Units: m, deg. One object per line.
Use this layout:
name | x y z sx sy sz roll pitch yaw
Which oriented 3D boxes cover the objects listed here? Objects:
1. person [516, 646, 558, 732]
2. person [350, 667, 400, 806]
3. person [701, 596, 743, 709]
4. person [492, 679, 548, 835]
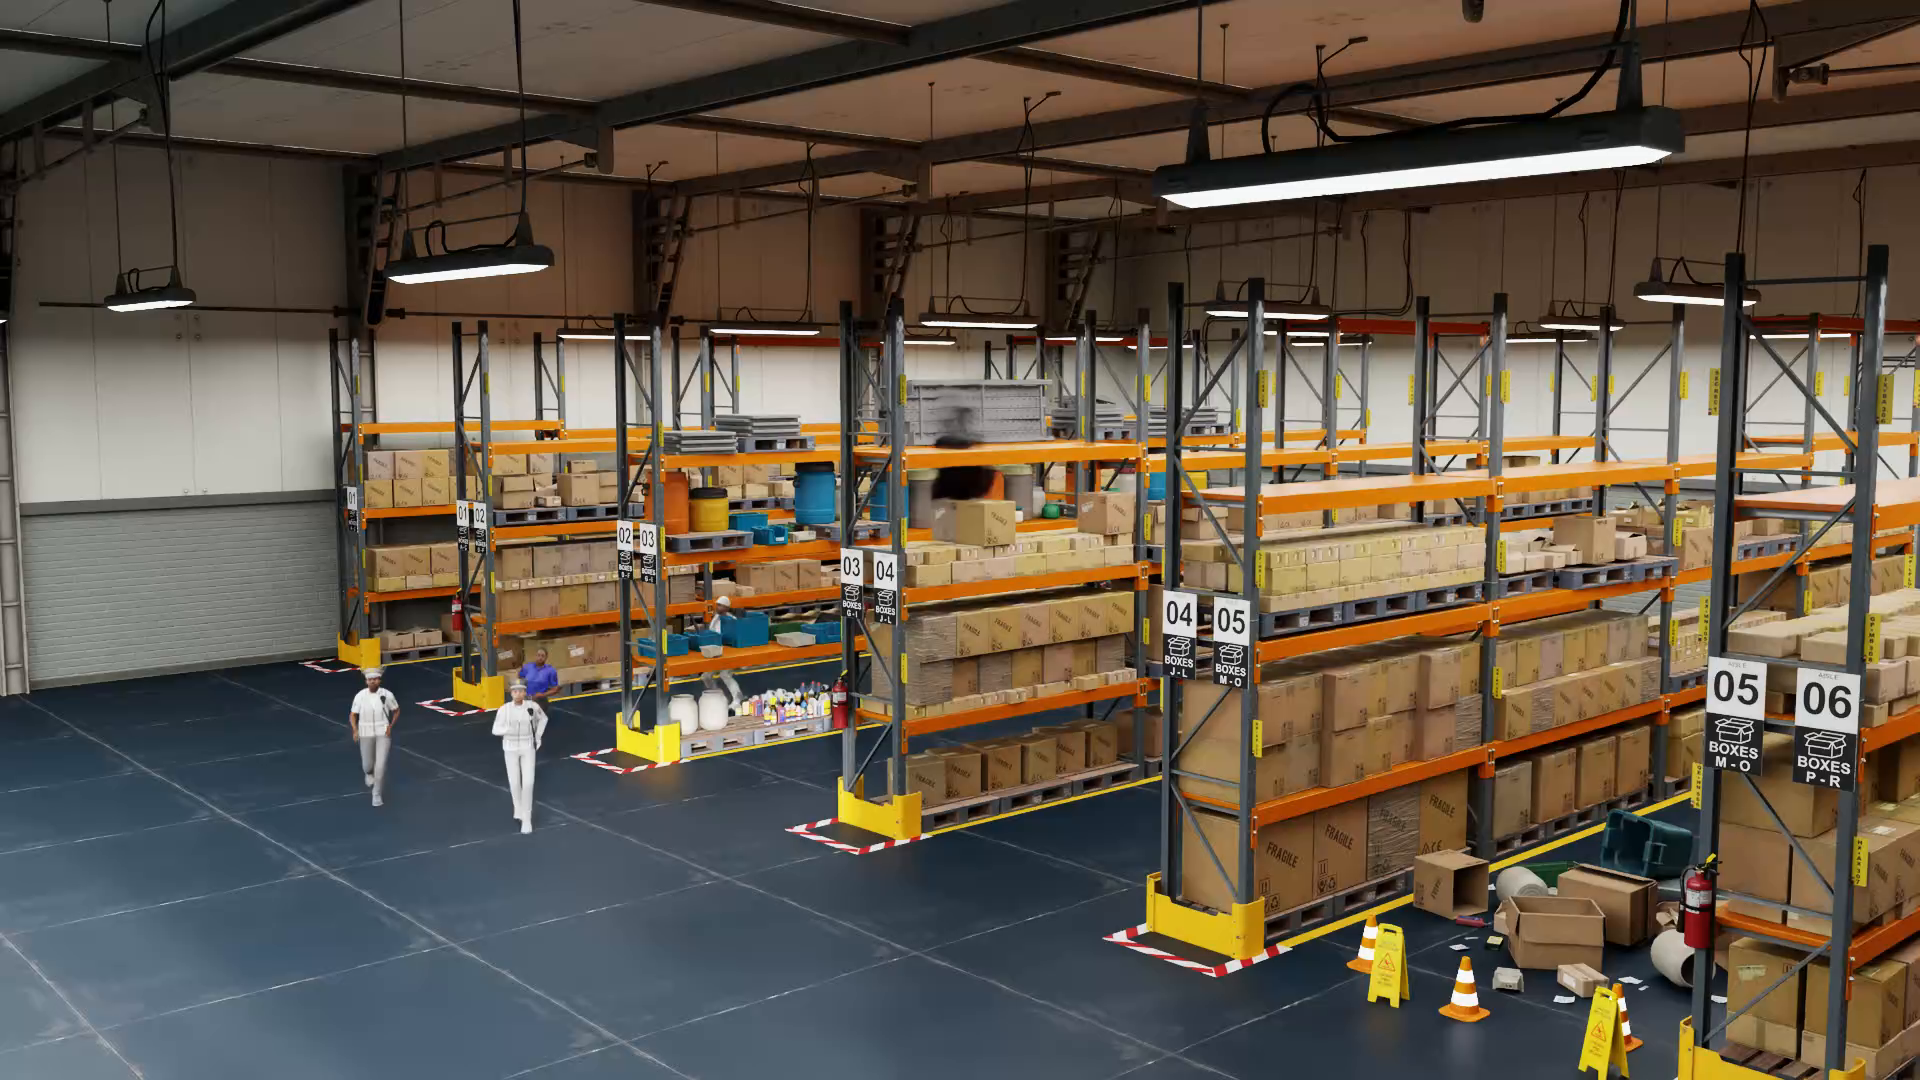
person | -5.653 2.218 22.019 0.679 1.649 0.629 -1 6 -7
person | -7.109 2.358 20.233 0.583 1.664 0.593 -2 6 -18
person | -3.658 1.772 25.419 0.718 1.836 0.655 -5 8 -42
person | -5.029 2.436 19.024 0.600 1.743 0.740 -1 6 -11
